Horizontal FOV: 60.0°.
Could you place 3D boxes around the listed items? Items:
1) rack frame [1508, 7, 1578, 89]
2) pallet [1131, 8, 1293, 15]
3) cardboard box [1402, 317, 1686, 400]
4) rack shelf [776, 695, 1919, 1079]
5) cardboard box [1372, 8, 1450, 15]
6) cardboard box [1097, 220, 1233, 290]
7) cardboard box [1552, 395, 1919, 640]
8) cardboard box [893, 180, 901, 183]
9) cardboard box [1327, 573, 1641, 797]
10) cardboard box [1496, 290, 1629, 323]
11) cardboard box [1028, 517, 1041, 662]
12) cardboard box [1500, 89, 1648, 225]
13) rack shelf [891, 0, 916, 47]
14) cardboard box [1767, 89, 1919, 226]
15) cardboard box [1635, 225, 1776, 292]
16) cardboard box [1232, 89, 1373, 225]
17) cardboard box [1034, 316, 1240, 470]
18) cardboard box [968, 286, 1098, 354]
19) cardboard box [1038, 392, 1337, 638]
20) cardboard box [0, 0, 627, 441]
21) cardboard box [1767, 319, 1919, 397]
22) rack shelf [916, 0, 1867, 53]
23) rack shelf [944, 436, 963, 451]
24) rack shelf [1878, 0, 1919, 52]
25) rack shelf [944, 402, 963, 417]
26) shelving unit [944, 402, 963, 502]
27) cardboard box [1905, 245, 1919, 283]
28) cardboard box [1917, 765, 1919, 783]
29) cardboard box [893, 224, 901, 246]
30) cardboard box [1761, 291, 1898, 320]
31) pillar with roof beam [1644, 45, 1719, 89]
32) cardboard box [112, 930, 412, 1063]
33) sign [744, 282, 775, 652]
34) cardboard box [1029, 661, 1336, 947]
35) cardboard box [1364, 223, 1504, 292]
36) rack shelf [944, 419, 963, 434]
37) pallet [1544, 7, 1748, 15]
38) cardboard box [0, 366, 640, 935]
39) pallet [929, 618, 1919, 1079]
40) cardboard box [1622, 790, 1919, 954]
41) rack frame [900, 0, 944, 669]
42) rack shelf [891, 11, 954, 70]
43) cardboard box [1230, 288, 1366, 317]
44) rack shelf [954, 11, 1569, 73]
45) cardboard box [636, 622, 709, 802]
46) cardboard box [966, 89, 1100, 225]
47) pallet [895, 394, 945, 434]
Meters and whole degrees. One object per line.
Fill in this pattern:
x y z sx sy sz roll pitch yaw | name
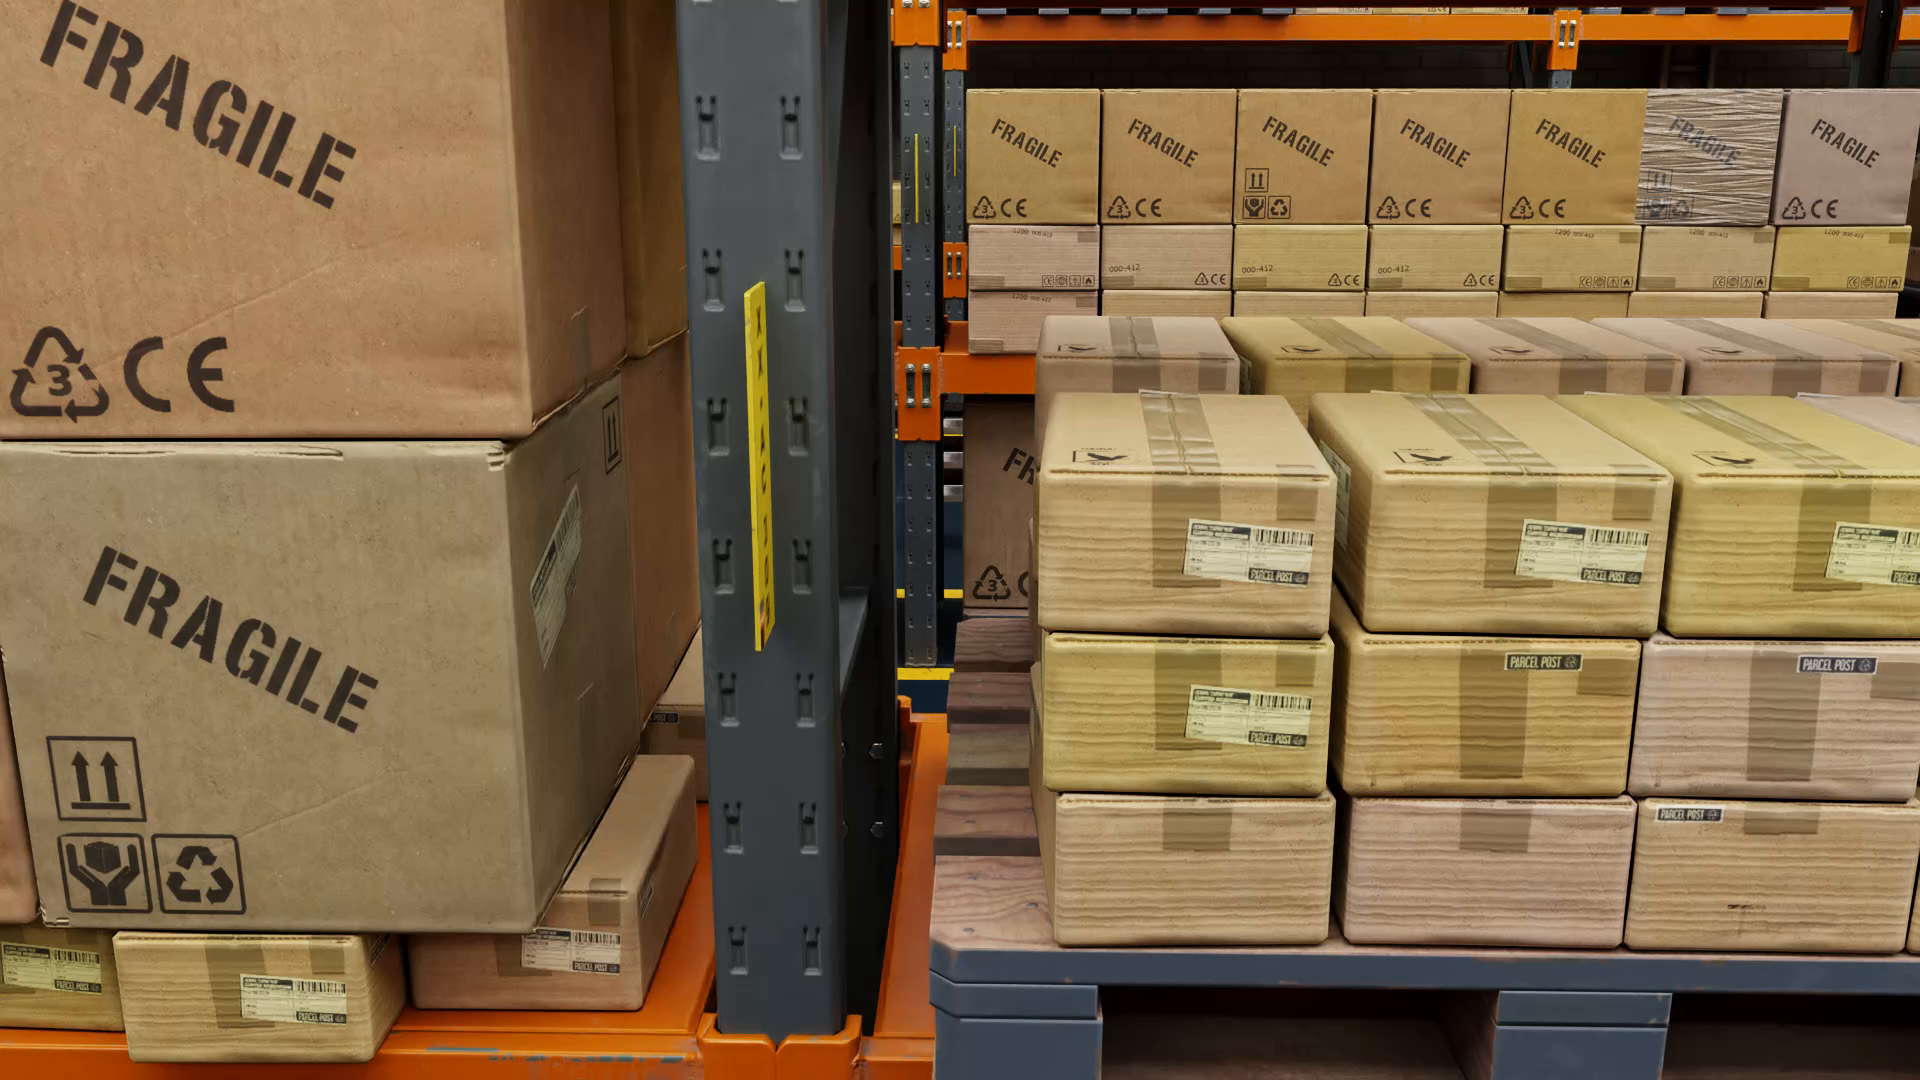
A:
3.972 -2.290 11.638 0.127 3.000 1.000 0 15 1 | rack frame
1.660 -3.647 11.272 1.003 0.211 1.213 0 15 1 | pallet
0.758 -0.199 2.219 0.250 0.149 0.380 0 15 0 | cardboard box
1.824 0.574 2.194 4.000 0.370 1.077 0 15 1 | rack shelf
2.950 -3.612 11.064 0.500 0.250 0.500 0 15 2 | cardboard box
0.805 -1.148 6.625 0.500 0.250 0.500 1 15 2 | cardboard box
0.742 -0.034 1.590 0.250 0.149 0.380 1 15 2 | cardboard box
-0.515 -2.459 11.991 0.500 0.250 0.500 0 15 1 | cardboard box
0.466 0.109 1.633 0.250 0.149 0.380 0 15 0 | cardboard box
2.322 -0.895 6.646 0.500 0.250 0.500 0 15 1 | cardboard box
0.227 0.084 2.312 0.250 0.149 0.380 0 15 0 | cardboard box
2.316 -1.498 6.483 0.500 0.500 0.500 0 15 1 | cardboard box
-2.149 -2.165 6.697 4.000 0.370 1.077 0 15 1 | rack shelf
3.325 -1.492 6.460 0.500 0.500 0.500 0 15 0 | cardboard box
2.845 -1.134 6.571 0.500 0.250 0.500 0 15 0 | cardboard box
1.293 -1.505 6.509 0.500 0.500 0.500 0 15 0 | cardboard box
0.231 -0.203 2.233 0.250 0.149 0.380 1 15 4 | cardboard box
0.283 -0.907 6.692 0.500 0.250 0.500 0 15 0 | cardboard box
0.207 -0.036 1.600 0.250 0.149 0.380 1 15 4 | cardboard box
-0.652 -0.396 1.724 0.500 0.500 0.500 0 15 -1 | cardboard box
1.266 -0.195 2.203 0.250 0.149 0.380 0 15 0 | cardboard box
1.849 -2.139 6.599 4.000 0.370 1.077 0 15 1 | rack shelf
-0.008 -0.490 8.711 0.200 0.077 0.258 0 15 1 | rack shelf
5.848 -2.113 6.500 4.000 0.370 1.077 0 15 1 | rack shelf
-0.008 -0.664 8.665 0.200 0.077 0.258 0 15 1 | rack shelf
-0.008 -0.435 8.725 0.210 0.900 0.258 0 15 1 | shelving unit
4.182 -1.163 7.038 0.250 0.149 0.380 1 15 3 | cardboard box
0.984 0.112 1.622 0.250 0.149 0.380 0 15 -1 | cardboard box
-0.352 -2.132 11.533 0.250 0.149 0.380 1 15 2 | cardboard box
3.336 -0.888 6.621 0.500 0.250 0.500 0 15 -1 | cardboard box
5.188 -4.314 7.551 0.400 9.000 9.100 0 15 1 | pillar with roof beam
-0.727 0.419 1.866 0.250 0.149 0.380 0 15 0 | cardboard box
-0.182 -0.067 1.517 0.005 0.325 0.100 0 15 1 | sign
0.207 0.252 1.676 0.250 0.149 0.380 0 15 -1 | cardboard box
1.814 -1.135 6.576 0.500 0.250 0.500 0 15 0 | cardboard box
-0.008 -0.577 8.688 0.200 0.077 0.258 0 15 1 | rack shelf
4.652 -3.667 11.349 1.003 0.211 1.213 1 15 4 | pallet
-0.666 0.090 1.840 0.500 0.500 0.500 0 15 2 | cardboard box
0.585 0.348 2.017 1.213 0.211 1.003 0 15 1 | pallet
0.734 0.254 1.665 0.250 0.149 0.380 0 15 2 | cardboard box
-0.150 -1.050 6.939 0.127 3.000 1.000 0 15 1 | rack frame
-2.026 -3.431 11.495 4.000 0.370 1.077 0 15 1 | rack shelf
1.312 -0.897 6.653 0.500 0.250 0.500 0 15 1 | cardboard box
1.972 -3.405 11.397 4.000 0.370 1.077 0 15 1 | rack shelf
-0.450 0.249 2.507 0.250 0.149 0.380 1 15 3 | cardboard box
0.282 -1.505 6.510 0.500 0.500 0.500 1 15 2 | cardboard box
-0.714 -0.972 12.111 1.213 0.211 1.003 0 15 1 | pallet
